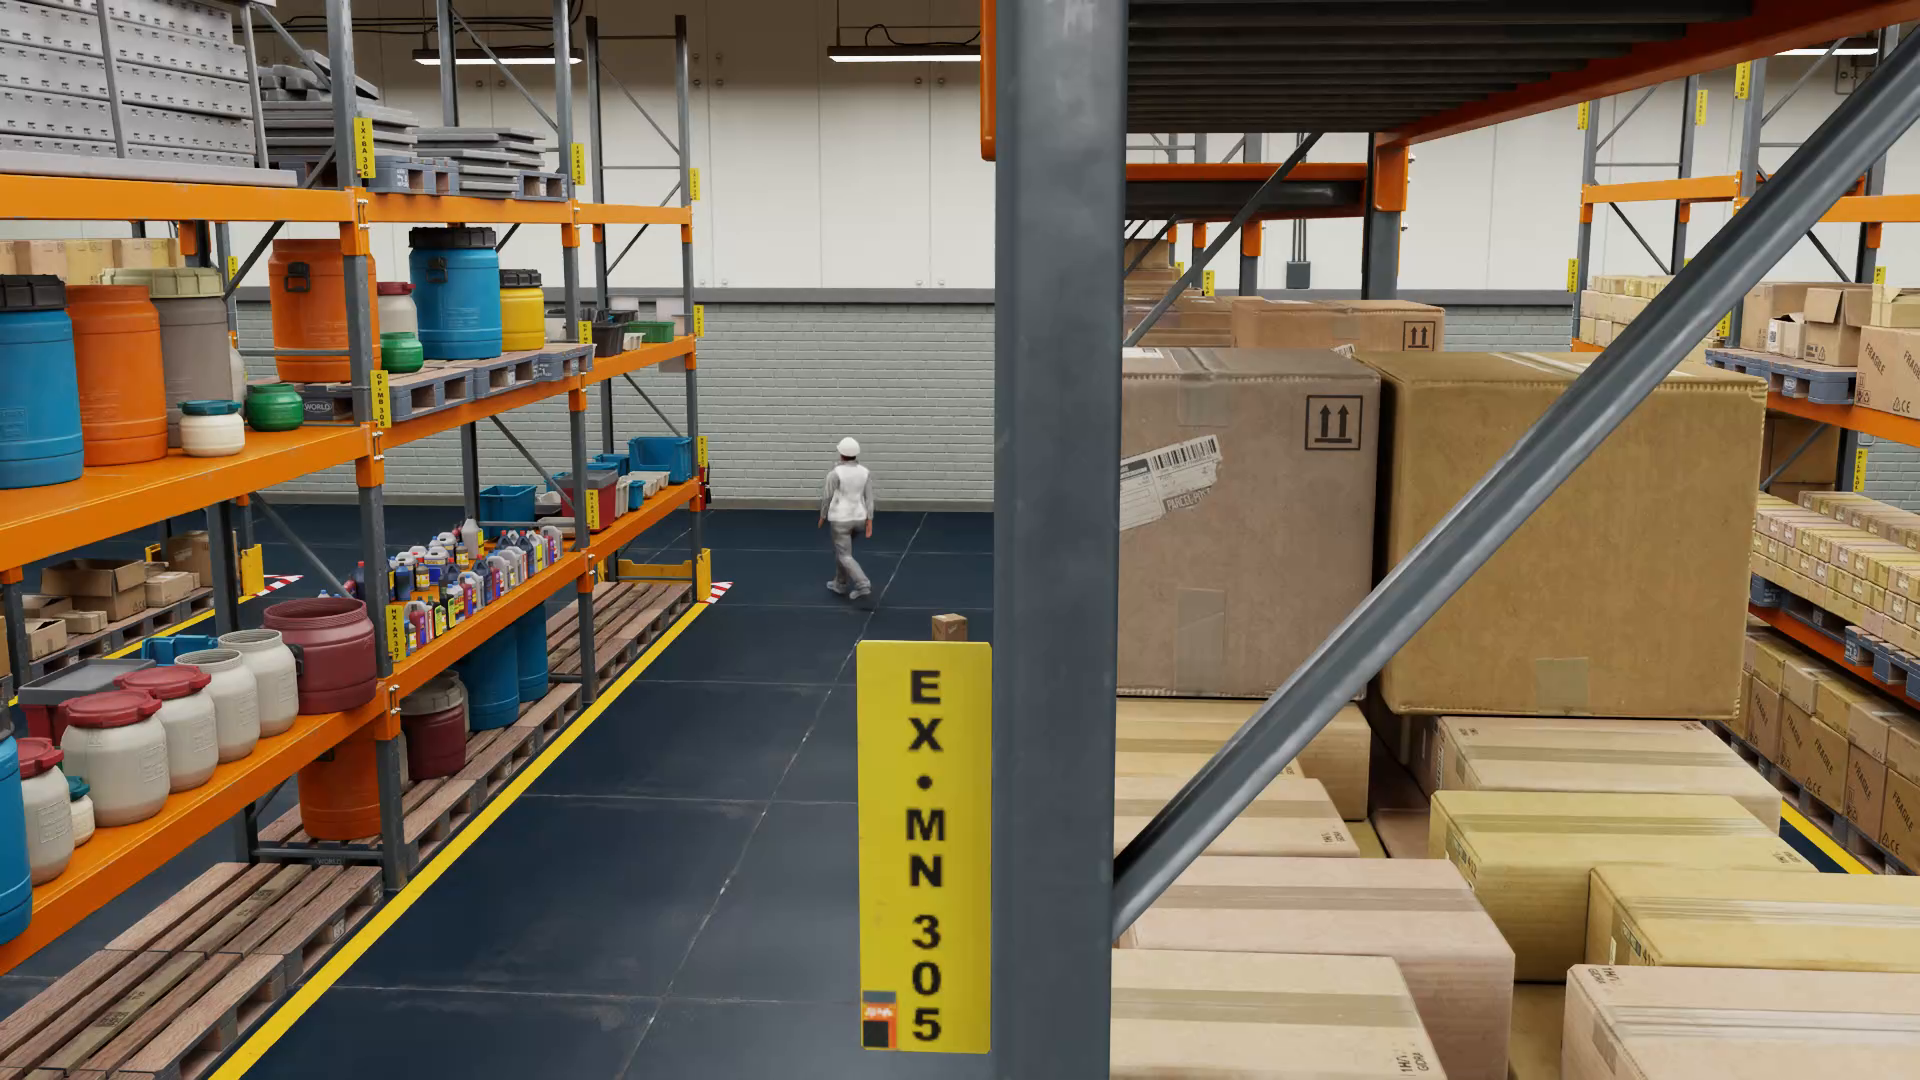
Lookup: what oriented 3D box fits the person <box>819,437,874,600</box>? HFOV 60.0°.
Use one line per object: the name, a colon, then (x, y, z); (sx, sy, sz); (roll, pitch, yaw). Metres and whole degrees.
person: (-1.197, -0.226, 17.558); (0.537, 1.730, 1.020); (-8, 14, -38)
